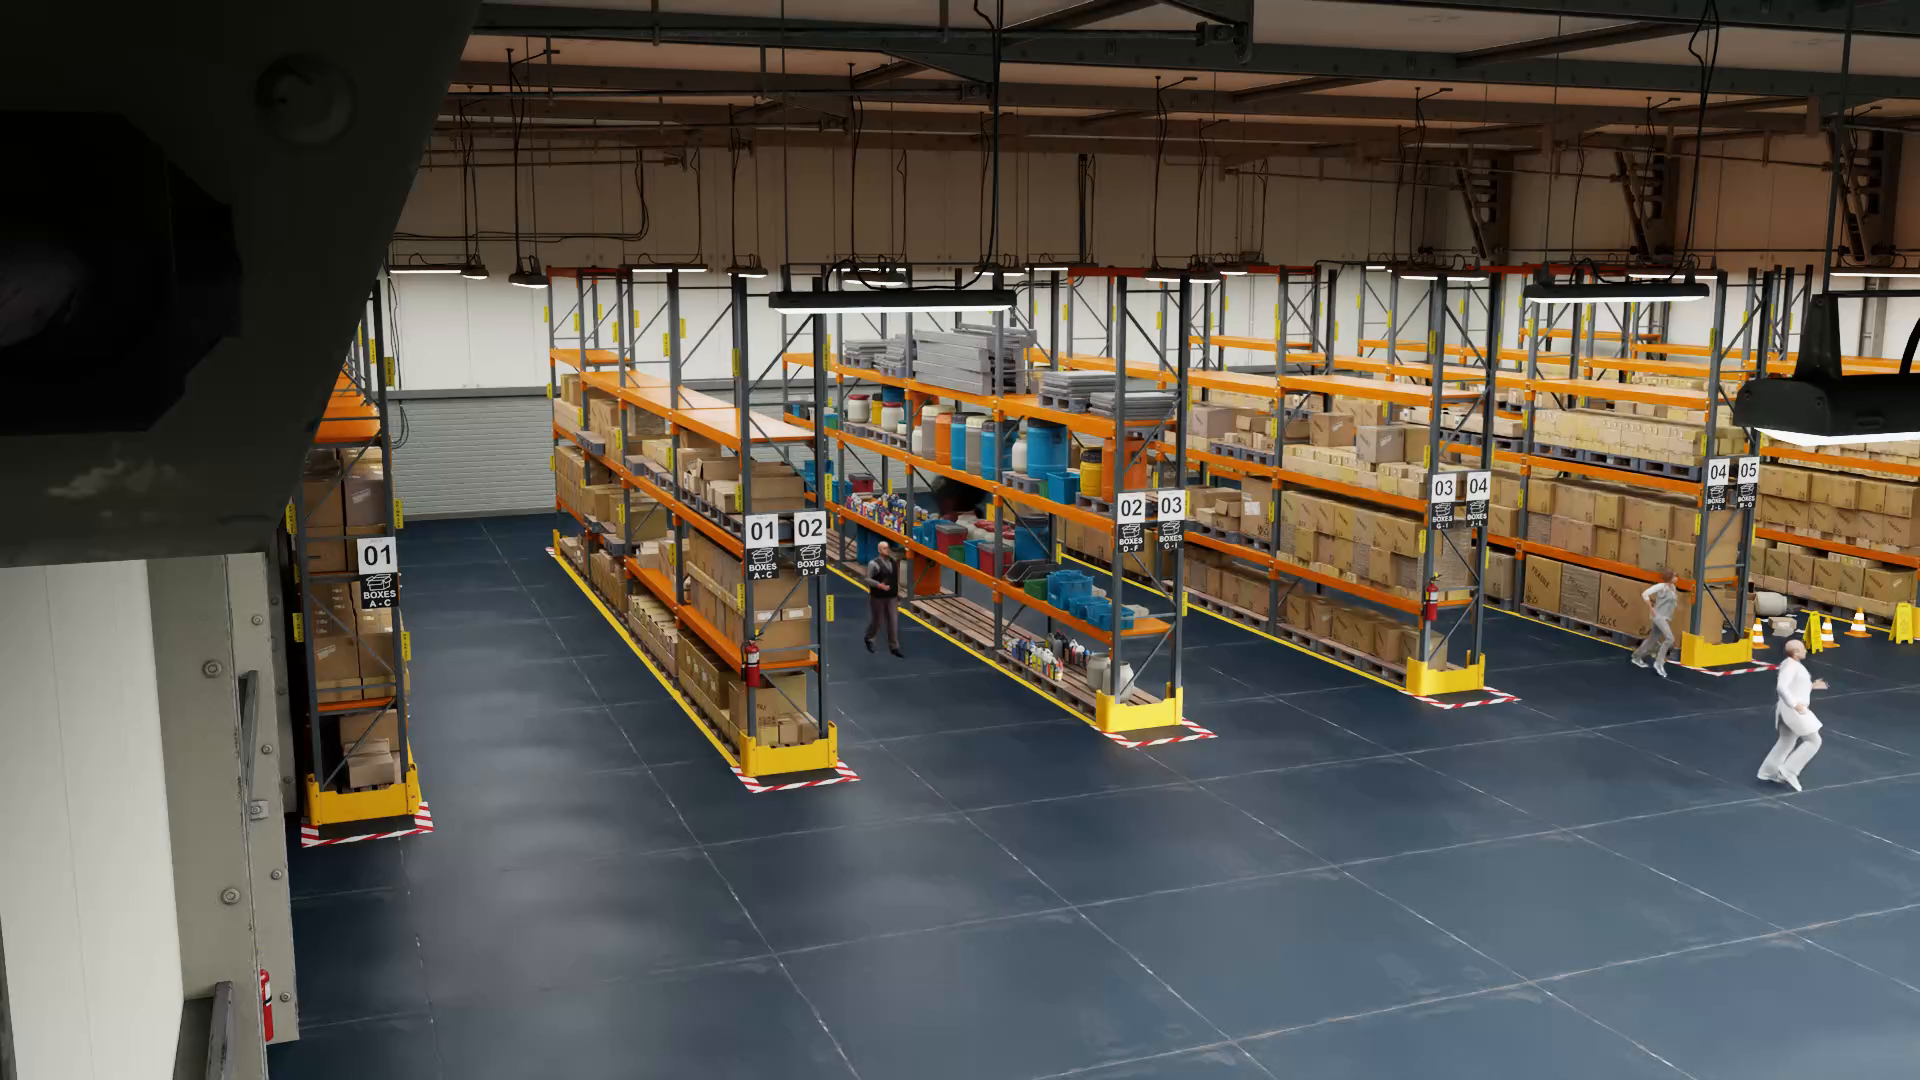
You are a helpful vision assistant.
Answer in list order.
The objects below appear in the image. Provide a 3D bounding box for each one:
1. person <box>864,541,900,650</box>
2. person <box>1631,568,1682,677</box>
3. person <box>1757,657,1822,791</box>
[{"bbox_3d":[-1.158,0.835,24.962,0.663,1.647,0.761,-7,12,-37],"label":"person"},{"bbox_3d":[10.581,1.220,25.194,0.548,1.600,0.690,-9,14,-43],"label":"person"},{"bbox_3d":[9.860,2.176,19.734,0.628,1.601,0.685,2,10,10],"label":"person"}]
